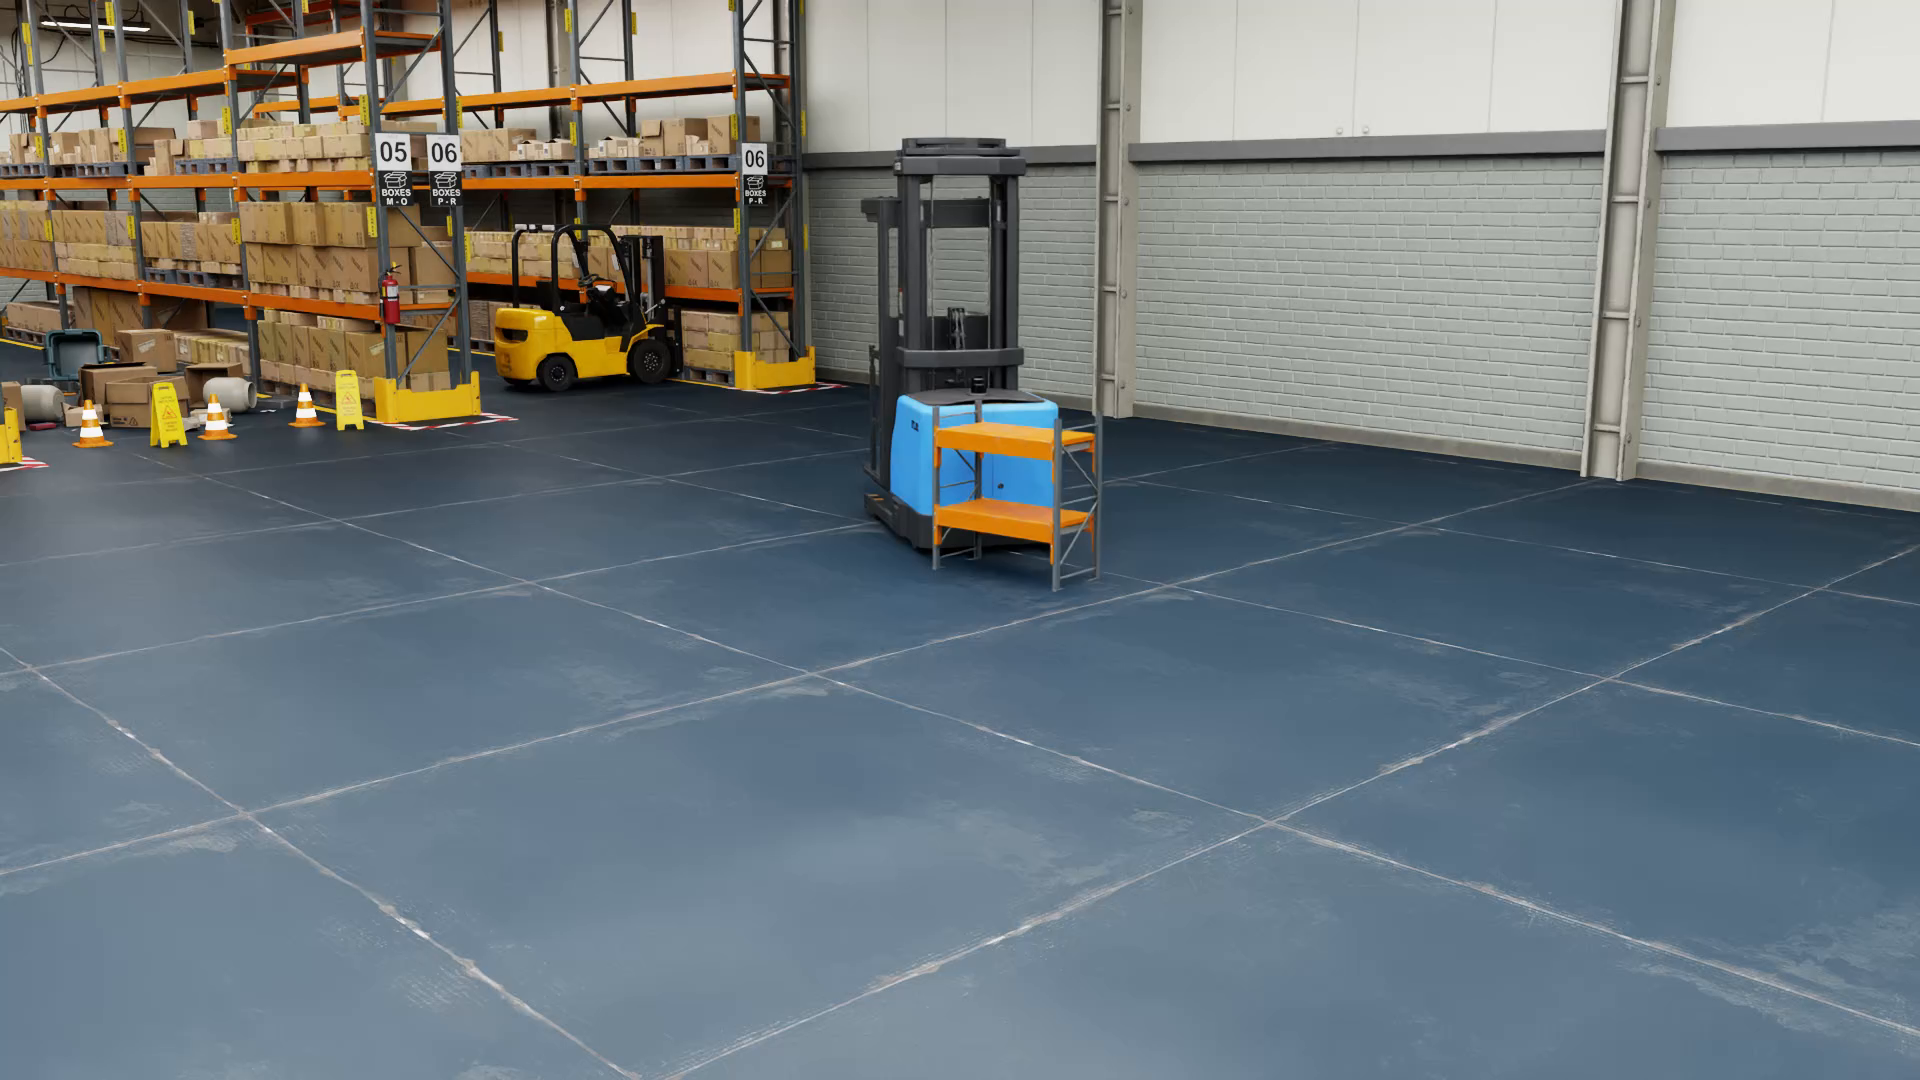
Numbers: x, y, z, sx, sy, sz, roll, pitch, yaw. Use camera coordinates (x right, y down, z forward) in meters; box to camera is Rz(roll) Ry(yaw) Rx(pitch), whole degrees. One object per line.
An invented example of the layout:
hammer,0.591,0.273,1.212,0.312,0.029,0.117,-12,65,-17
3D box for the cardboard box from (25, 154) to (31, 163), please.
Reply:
cardboard box,-15.251,-6.321,27.558,0.380,0.149,0.250,-10,16,-41

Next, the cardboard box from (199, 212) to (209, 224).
cardboard box,-10.045,-4.355,22.481,0.250,0.149,0.380,11,16,43

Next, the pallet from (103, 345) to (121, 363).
pallet,-12.962,-2.987,26.385,1.003,0.211,1.213,-11,16,-43

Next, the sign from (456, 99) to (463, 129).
sign,-5.716,-4.854,18.940,0.100,0.325,0.005,-11,16,-43

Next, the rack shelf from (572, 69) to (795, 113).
rack shelf,-3.903,-6.256,23.248,1.077,0.370,4.000,-11,16,-43

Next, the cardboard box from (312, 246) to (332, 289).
cardboard box,-7.368,-3.264,19.836,0.500,0.500,0.500,-11,16,-43

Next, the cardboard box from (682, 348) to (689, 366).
cardboard box,-3.750,-2.605,23.397,0.500,0.250,0.500,-11,16,-42

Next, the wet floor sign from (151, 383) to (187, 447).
wet floor sign,-8.167,-1.295,17.100,0.232,0.644,0.267,8,14,35

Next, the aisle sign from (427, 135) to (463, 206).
aisle sign,-5.842,-4.189,18.867,0.394,0.787,0.004,-11,16,-43

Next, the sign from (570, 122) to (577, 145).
sign,-5.669,-5.957,24.397,0.100,0.325,0.005,-11,16,-43

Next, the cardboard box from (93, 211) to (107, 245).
cardboard box,-12.878,-4.774,25.423,0.500,0.500,0.500,-11,16,-43

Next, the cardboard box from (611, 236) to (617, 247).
cardboard box,-4.874,-4.369,24.330,0.380,0.149,0.250,-11,16,-43

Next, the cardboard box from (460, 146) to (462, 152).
cardboard box,-8.497,-6.487,27.676,0.380,0.149,0.250,-10,15,-41

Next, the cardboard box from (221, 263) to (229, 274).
cardboard box,-9.596,-3.625,22.157,0.250,0.149,0.380,11,16,43

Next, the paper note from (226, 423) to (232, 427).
paper note,-8.201,-1.288,18.586,0.142,0.019,0.148,6,13,26

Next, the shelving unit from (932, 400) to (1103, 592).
shelving unit,0.375,-0.318,11.168,1.048,1.125,0.538,9,15,38

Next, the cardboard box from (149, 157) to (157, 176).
cardboard box,-11.363,-5.345,23.823,0.396,0.266,0.258,-11,16,-43

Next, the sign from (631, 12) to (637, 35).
sign,-4.865,-7.705,24.799,0.100,0.325,0.005,-11,16,-43

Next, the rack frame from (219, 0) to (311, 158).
rack frame,-8.871,-6.403,21.192,1.000,3.000,0.127,-11,16,-43

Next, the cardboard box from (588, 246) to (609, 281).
cardboard box,-5.166,-4.105,24.656,0.500,0.500,0.500,11,16,44

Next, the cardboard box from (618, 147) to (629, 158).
cardboard box,-4.663,-5.538,23.760,0.380,0.149,0.250,-10,15,-41

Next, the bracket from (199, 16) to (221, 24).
bracket,-17.254,-11.548,37.242,0.076,0.066,5.218,-11,16,-43

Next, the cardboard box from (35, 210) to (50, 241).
cardboard box,-14.921,-5.202,27.501,0.500,0.500,0.500,-11,16,-43

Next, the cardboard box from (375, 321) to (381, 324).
cardboard box,-7.563,-2.494,20.999,0.500,0.500,0.500,-10,15,-40

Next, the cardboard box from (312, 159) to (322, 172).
cardboard box,-7.422,-4.431,19.676,0.250,0.149,0.380,11,16,44

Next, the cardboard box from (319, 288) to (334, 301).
cardboard box,-7.456,-2.960,19.968,0.380,0.149,0.250,-11,16,-43

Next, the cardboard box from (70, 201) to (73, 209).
cardboard box,-14.942,-5.543,27.551,0.380,0.149,0.250,-10,16,-41

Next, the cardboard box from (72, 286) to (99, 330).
cardboard box,-13.910,-3.718,27.251,0.875,0.875,0.875,-10,15,-41

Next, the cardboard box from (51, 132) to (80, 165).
cardboard box,-13.997,-6.187,26.288,0.500,0.500,0.500,-11,16,-44

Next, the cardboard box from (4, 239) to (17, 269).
cardboard box,-16.327,-5.009,29.041,0.500,0.500,0.500,-11,16,-43

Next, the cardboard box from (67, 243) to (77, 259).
cardboard box,-13.916,-4.628,26.576,0.500,0.250,0.500,-11,16,-42

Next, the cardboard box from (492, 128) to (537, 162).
cardboard box,-7.019,-6.226,26.226,0.500,0.500,0.500,-10,16,-41

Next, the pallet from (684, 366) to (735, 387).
pallet,-3.080,-2.314,23.118,1.003,0.211,1.213,-11,16,-43

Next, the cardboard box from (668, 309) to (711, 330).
cardboard box,-3.777,-3.092,23.281,0.500,0.250,0.500,-11,16,-42

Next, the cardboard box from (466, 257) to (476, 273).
cardboard box,-7.916,-4.569,27.526,0.500,0.250,0.500,-11,16,-42

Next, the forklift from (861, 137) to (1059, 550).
forklift,-0.149,-1.620,13.010,1.130,2.935,3.031,-3,12,-14

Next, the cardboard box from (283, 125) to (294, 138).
cardboard box,-7.951,-4.928,20.110,0.380,0.149,0.250,-11,16,-43

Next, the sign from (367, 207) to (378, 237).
sign,-6.524,-3.529,18.454,0.100,0.325,0.005,-11,16,-43

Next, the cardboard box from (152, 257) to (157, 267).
cardboard box,-11.543,-4.058,24.258,0.250,0.149,0.380,11,16,42

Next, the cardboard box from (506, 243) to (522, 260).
cardboard box,-6.852,-4.591,26.392,0.500,0.250,0.500,-11,16,-42

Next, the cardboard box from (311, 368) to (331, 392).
cardboard box,-7.579,-1.973,20.329,0.500,0.250,0.500,11,16,43

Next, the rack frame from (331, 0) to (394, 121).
rack frame,-10.808,-8.263,30.219,1.000,3.000,0.127,-11,16,-43

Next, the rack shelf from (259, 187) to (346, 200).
rack shelf,-12.190,-6.734,32.011,1.077,0.370,4.000,-11,16,-43

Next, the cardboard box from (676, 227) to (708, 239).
cardboard box,-3.693,-4.244,22.986,0.380,0.149,0.250,-10,16,-41

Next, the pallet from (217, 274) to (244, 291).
pallet,-9.294,-3.503,22.456,1.003,0.211,1.213,-11,16,-43

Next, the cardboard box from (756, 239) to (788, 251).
cardboard box,-2.568,-4.026,22.664,0.250,0.149,0.380,11,16,44

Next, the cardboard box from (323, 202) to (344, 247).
cardboard box,-6.964,-3.685,19.400,0.700,0.500,0.500,-11,16,-42

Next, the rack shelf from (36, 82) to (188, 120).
rack shelf,-13.015,-6.731,25.555,1.077,0.370,4.000,-11,16,-43

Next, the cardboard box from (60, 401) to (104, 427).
cardboard box,-9.862,-1.427,18.681,0.396,0.266,0.258,-8,14,-33

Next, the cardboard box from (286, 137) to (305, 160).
cardboard box,-7.716,-4.682,19.904,0.500,0.250,0.500,-11,16,-42
